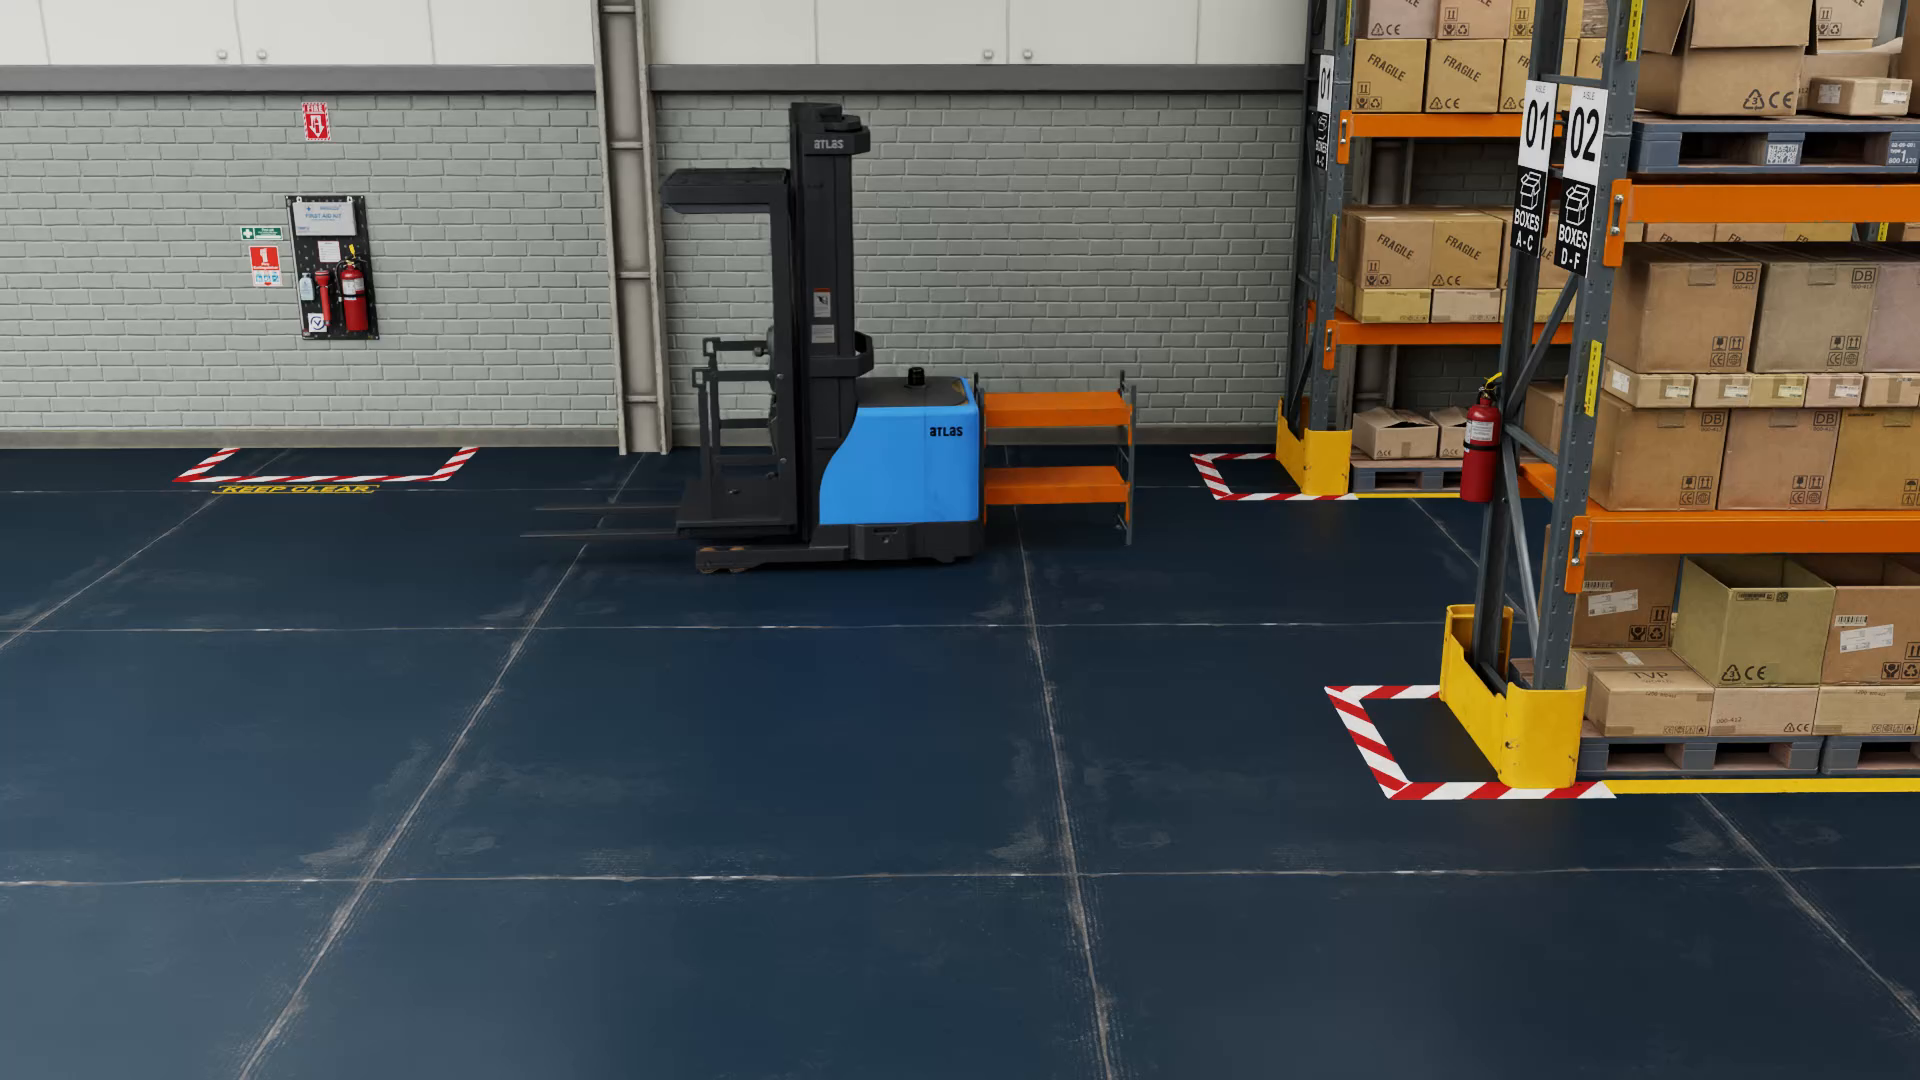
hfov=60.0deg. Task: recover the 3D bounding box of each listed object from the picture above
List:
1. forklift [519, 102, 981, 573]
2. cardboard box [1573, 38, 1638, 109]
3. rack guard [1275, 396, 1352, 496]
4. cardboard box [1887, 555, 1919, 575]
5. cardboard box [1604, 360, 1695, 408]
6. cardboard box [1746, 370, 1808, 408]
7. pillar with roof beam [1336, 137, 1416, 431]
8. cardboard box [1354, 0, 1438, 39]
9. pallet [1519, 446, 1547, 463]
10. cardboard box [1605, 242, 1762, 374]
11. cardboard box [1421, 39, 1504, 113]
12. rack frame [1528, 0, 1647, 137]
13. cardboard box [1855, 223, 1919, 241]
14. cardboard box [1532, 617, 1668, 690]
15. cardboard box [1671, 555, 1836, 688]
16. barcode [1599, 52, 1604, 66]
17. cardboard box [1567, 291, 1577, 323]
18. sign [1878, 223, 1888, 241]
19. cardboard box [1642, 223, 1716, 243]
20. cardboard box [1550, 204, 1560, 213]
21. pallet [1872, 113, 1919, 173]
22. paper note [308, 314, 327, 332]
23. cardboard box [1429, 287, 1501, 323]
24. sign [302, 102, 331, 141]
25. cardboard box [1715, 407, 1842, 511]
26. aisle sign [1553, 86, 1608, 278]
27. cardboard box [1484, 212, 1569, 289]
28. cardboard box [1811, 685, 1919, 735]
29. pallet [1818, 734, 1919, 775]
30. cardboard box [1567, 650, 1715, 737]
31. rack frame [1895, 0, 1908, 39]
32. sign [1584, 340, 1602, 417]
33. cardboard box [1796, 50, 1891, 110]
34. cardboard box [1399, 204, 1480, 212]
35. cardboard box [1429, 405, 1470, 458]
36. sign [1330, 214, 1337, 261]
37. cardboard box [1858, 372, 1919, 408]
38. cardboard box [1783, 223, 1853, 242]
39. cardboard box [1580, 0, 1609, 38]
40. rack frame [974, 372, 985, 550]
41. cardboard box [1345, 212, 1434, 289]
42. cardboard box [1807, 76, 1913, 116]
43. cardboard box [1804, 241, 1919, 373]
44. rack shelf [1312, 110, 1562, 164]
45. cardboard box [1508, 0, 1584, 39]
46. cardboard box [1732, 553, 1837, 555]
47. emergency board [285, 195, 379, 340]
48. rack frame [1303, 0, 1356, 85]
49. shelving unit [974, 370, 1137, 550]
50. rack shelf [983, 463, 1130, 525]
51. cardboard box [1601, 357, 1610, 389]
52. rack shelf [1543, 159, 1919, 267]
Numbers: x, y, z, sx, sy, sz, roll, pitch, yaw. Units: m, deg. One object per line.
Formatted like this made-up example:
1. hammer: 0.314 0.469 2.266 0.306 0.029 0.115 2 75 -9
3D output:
1. forklift: -1.405 -1.346 10.945 3.031 2.935 1.130 -1 18 -4
2. cardboard box: 4.624 -3.357 11.996 0.500 0.500 0.500 1 18 3
3. rack guard: 2.770 -0.752 13.075 0.348 0.500 1.175 0 18 -1
4. cardboard box: 4.815 0.382 8.033 0.500 0.500 0.500 0 18 -1
5. cardboard box: 3.171 -0.722 7.662 0.250 0.149 0.380 0 18 -1
6. cardboard box: 3.685 -0.725 7.671 0.250 0.149 0.380 0 18 -1
7. pillar with roof beam: 3.448 -3.752 8.511 0.400 9.000 9.100 0 18 -1
8. cardboard box: 3.083 -3.832 11.837 0.500 0.500 0.500 -2 18 -5
9. pallet: 4.799 -0.613 13.113 1.213 0.211 1.003 0 18 -1
10. cardboard box: 3.295 -1.093 7.757 0.500 0.500 0.700 0 18 -1
11. cardboard box: 3.569 -3.345 11.956 0.500 0.500 0.500 1 18 3
12. rack frame: 2.776 -3.286 7.059 0.127 3.000 1.000 0 18 -1
13. cardboard box: 7.203 -2.211 12.644 0.500 0.500 0.700 0 18 -1
14. cardboard box: 3.307 0.587 8.620 0.500 0.250 0.500 0 18 -1
15. cardboard box: 3.815 0.385 8.022 0.500 0.500 0.500 0 18 -1
16. barcode: 3.070 -2.283 7.892 0.075 0.075 0.001 0 18 -1
17. cardboard box: 4.720 -1.795 12.445 0.500 0.250 0.500 0 18 0
18. sign: 6.709 -2.208 12.103 0.005 0.325 0.100 0 18 -1
19. cardboard box: 5.223 -2.157 12.345 0.500 0.500 0.500 -1 18 -2
20. cardboard box: 4.685 -2.310 12.824 0.500 0.500 0.500 0 18 0
21. pallet: 4.706 -1.818 7.538 1.213 0.211 1.003 0 18 -1
22. paper note: -5.269 -1.781 13.632 0.142 0.148 0.016 0 18 -1
23. cardboard box: 3.705 -1.793 12.438 0.500 0.250 0.500 -1 18 -3
24. sign: -5.101 -3.315 13.175 0.199 0.298 0.001 0 18 -1
25. cardboard box: 3.768 -0.479 7.967 0.500 0.500 0.700 0 18 1
26. aisle sign: 2.715 -1.573 7.286 0.004 0.787 0.394 0 18 -1
27. cardboard box: 4.187 -2.148 12.318 0.500 0.500 0.500 -1 18 -3
28. cardboard box: 4.315 0.740 8.145 0.500 0.250 0.500 0 18 -1
29. pallet: 4.756 0.877 8.468 1.213 0.211 1.003 0 18 -1
30. cardboard box: 3.315 0.745 8.127 0.500 0.250 0.500 0 18 -1
31. rack frame: 6.693 -4.818 11.835 0.127 3.000 1.000 0 18 -1
32. sign: 2.778 -0.710 7.302 0.005 0.325 0.100 0 18 -1
33. cardboard box: 3.923 -2.139 7.723 0.500 0.250 0.500 0 18 -1
34. cardboard box: 3.665 -2.304 12.804 0.500 0.500 0.500 0 18 0
35. cardboard box: 3.957 -0.850 12.968 0.500 0.311 0.500 1 18 4
36. sign: 2.702 -2.189 12.043 0.005 0.325 0.100 0 18 -1
37. cardboard box: 4.203 -0.727 7.679 0.250 0.149 0.380 -1 18 -3
38. cardboard box: 6.225 -2.160 12.355 0.500 0.500 0.500 0 18 -1
39. cardboard box: 4.662 -3.987 12.323 0.500 0.500 0.500 0 18 -1
40. rack frame: 0.130 -0.546 11.407 0.032 1.125 0.500 -1 18 -4
41. cardboard box: 3.176 -2.148 12.318 0.500 0.500 0.500 0 18 -1
42. cardboard box: 3.955 -1.956 7.320 0.250 0.149 0.380 0 18 -1
43. cardboard box: 4.325 -1.100 7.779 0.500 0.500 0.700 0 18 -1
44. rack shelf: 4.693 -3.038 12.373 4.000 0.370 1.077 0 18 -1
45. cardboard box: 4.097 -3.824 11.815 0.500 0.500 0.500 0 18 1
46. cardboard box: 4.307 0.220 8.537 0.500 0.500 0.500 0 18 -1
47. emergency board: -5.091 -2.181 13.435 0.643 1.169 0.194 0 18 -1
48. rack frame: 2.694 -4.799 11.775 0.127 3.000 1.000 0 18 -1
49. shelving unit: 0.637 -0.557 11.444 1.048 1.125 0.538 -1 18 -4
50. rack shelf: 0.637 -0.325 11.518 1.000 0.278 0.538 -1 18 -4
51. cardboard box: 3.155 -0.846 8.048 0.250 0.149 0.380 -1 18 -2
52. rack shelf: 4.775 -1.525 7.657 4.000 0.370 1.077 0 18 -1
